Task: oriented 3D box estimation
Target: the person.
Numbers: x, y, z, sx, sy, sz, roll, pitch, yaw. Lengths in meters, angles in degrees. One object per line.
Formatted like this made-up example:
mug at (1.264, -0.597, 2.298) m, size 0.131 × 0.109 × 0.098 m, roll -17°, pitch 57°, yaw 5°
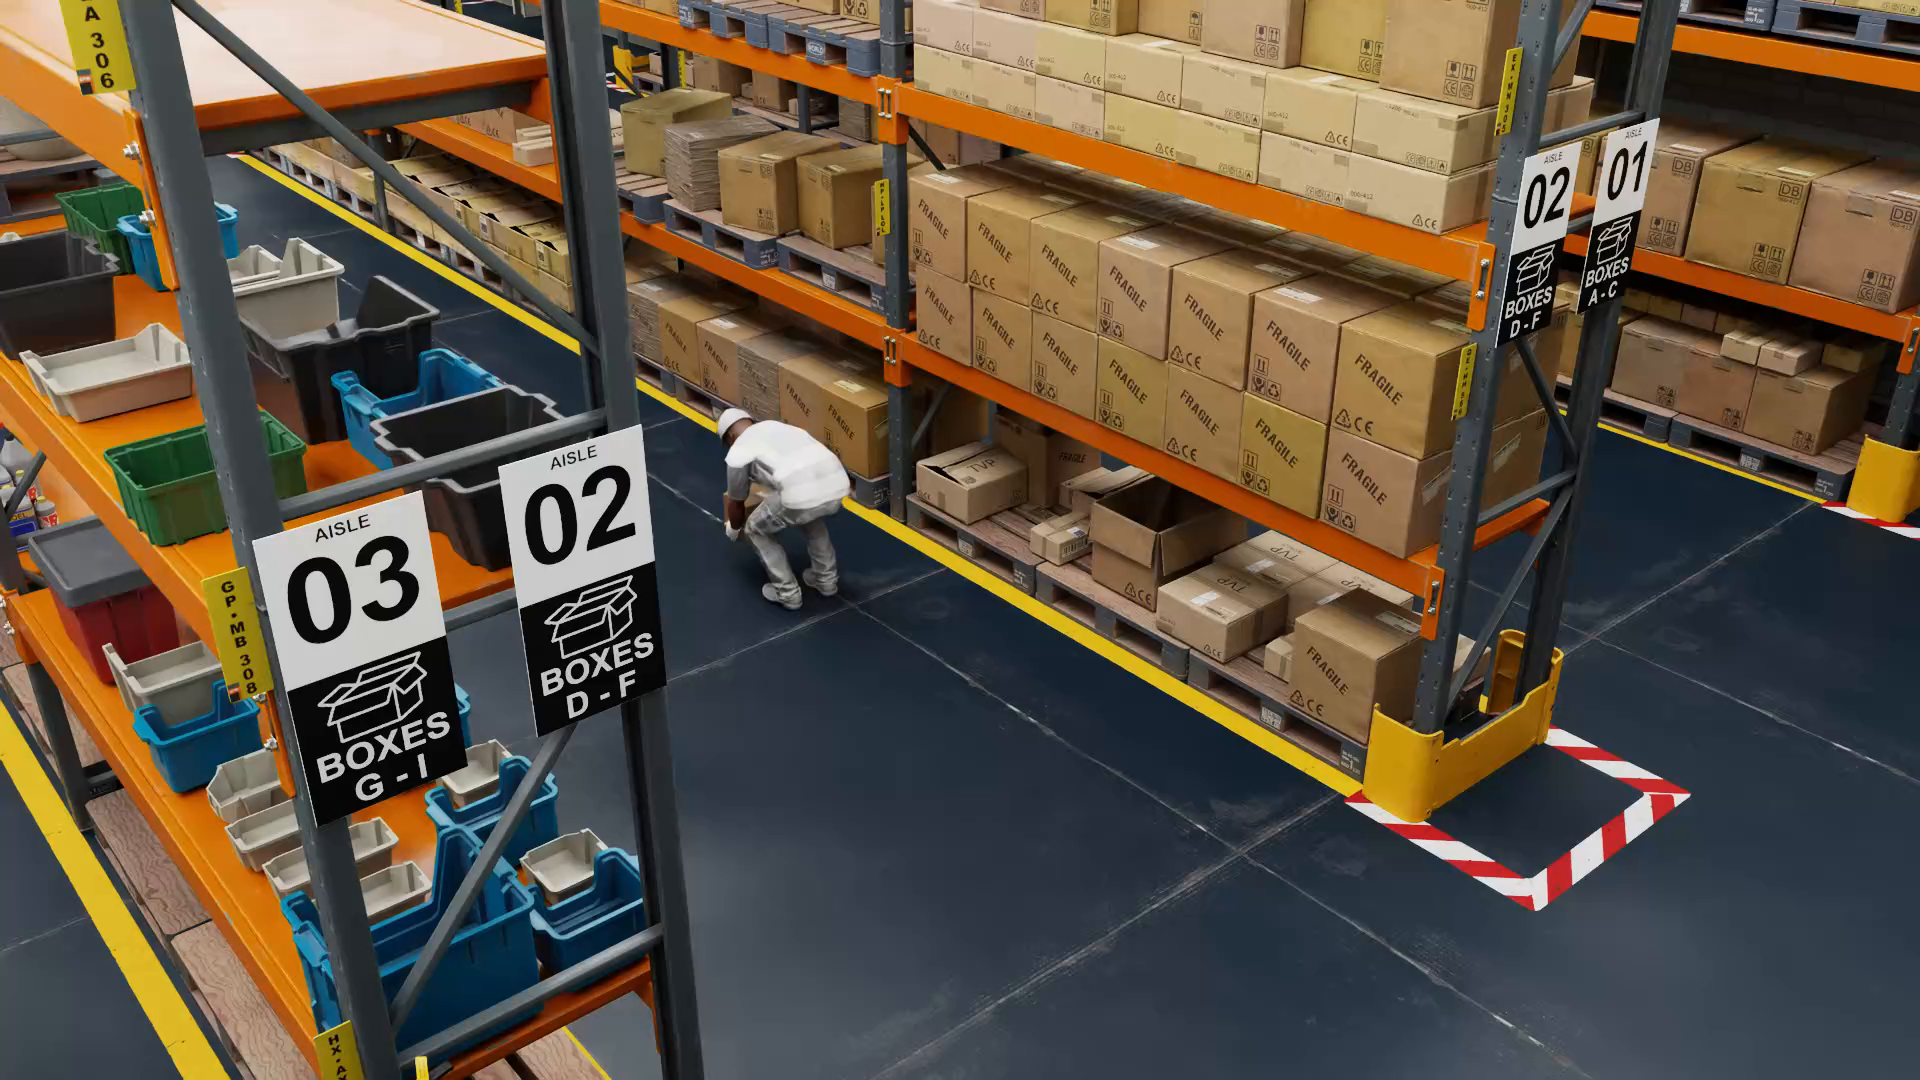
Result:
person at (-1.063, -0.188, 9.761) m, size 0.541 × 1.027 × 0.979 m, roll -24°, pitch 36°, yaw -37°
